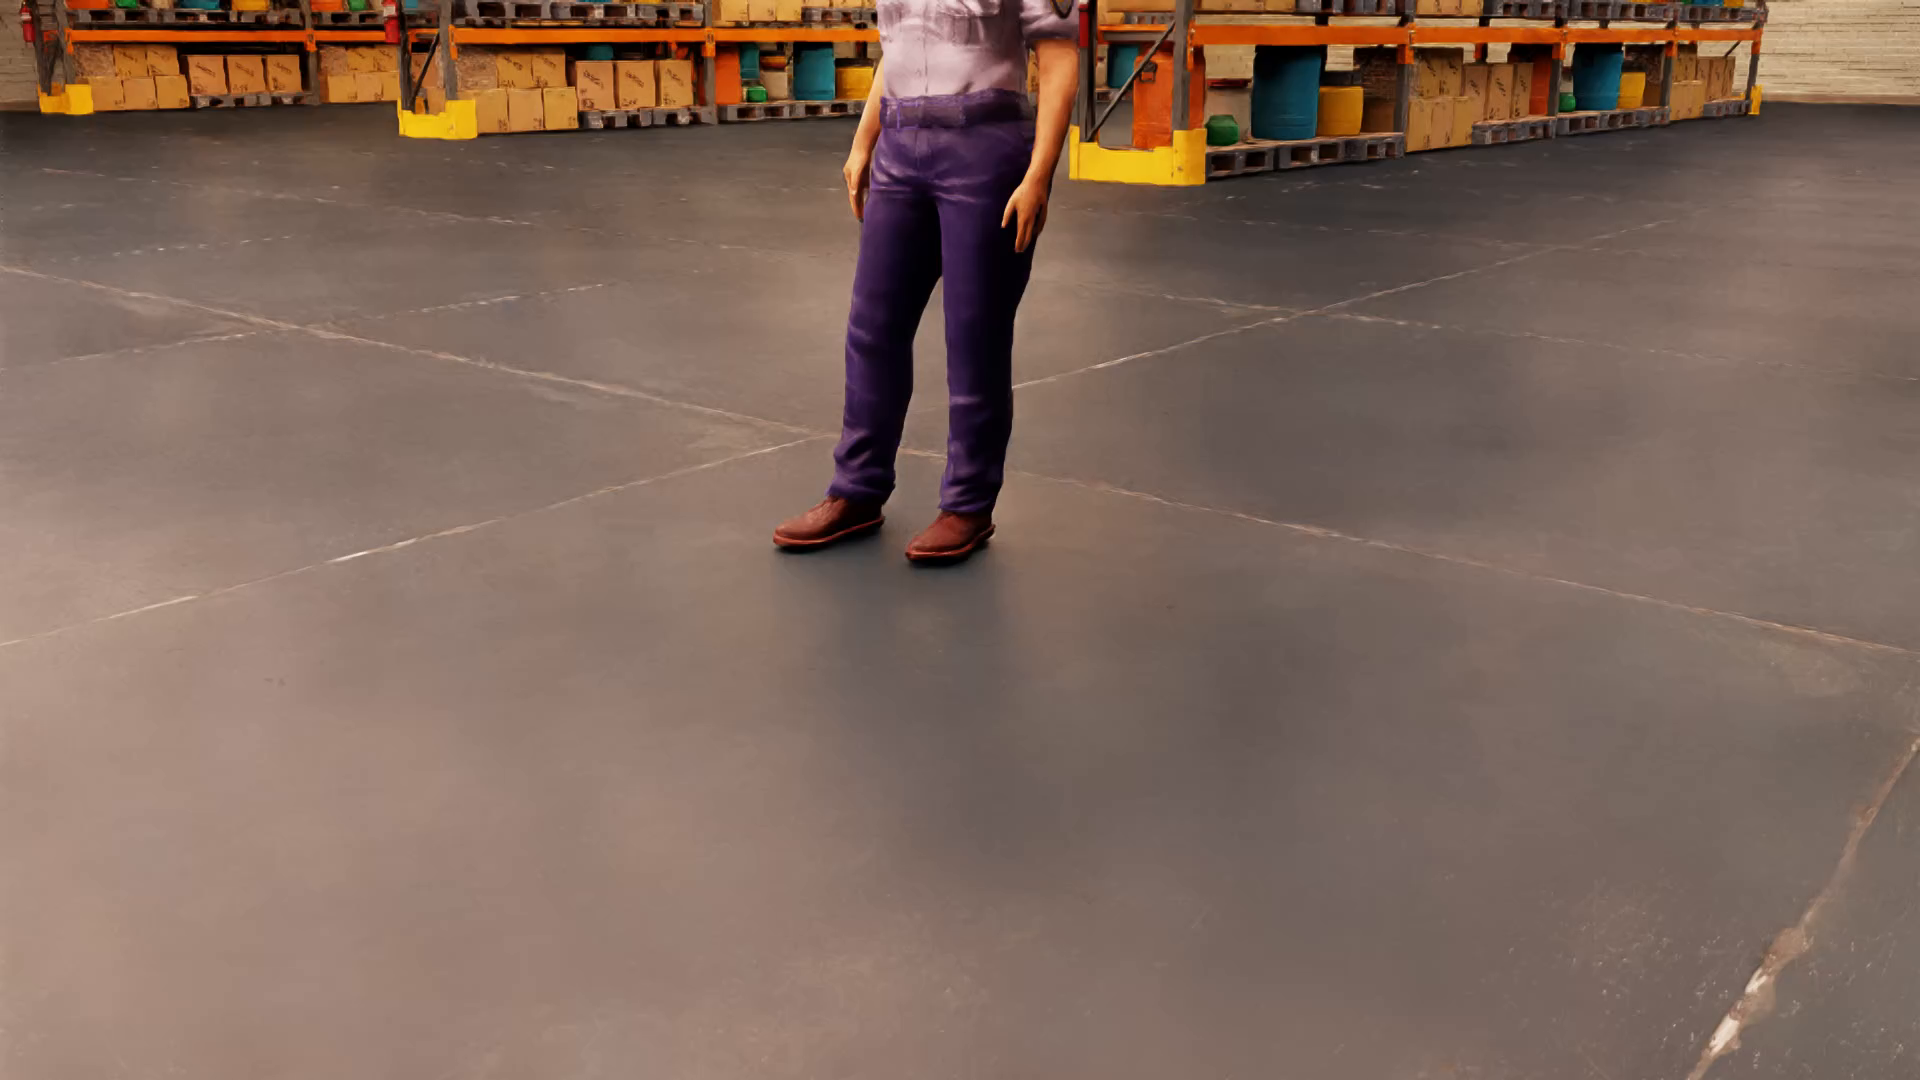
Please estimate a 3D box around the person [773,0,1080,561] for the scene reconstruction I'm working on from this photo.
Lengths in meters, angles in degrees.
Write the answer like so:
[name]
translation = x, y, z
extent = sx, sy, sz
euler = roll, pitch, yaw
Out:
[person]
translation = -0.075, -0.779, 3.648
extent = 0.599, 1.650, 0.502
euler = 13, 21, 37
